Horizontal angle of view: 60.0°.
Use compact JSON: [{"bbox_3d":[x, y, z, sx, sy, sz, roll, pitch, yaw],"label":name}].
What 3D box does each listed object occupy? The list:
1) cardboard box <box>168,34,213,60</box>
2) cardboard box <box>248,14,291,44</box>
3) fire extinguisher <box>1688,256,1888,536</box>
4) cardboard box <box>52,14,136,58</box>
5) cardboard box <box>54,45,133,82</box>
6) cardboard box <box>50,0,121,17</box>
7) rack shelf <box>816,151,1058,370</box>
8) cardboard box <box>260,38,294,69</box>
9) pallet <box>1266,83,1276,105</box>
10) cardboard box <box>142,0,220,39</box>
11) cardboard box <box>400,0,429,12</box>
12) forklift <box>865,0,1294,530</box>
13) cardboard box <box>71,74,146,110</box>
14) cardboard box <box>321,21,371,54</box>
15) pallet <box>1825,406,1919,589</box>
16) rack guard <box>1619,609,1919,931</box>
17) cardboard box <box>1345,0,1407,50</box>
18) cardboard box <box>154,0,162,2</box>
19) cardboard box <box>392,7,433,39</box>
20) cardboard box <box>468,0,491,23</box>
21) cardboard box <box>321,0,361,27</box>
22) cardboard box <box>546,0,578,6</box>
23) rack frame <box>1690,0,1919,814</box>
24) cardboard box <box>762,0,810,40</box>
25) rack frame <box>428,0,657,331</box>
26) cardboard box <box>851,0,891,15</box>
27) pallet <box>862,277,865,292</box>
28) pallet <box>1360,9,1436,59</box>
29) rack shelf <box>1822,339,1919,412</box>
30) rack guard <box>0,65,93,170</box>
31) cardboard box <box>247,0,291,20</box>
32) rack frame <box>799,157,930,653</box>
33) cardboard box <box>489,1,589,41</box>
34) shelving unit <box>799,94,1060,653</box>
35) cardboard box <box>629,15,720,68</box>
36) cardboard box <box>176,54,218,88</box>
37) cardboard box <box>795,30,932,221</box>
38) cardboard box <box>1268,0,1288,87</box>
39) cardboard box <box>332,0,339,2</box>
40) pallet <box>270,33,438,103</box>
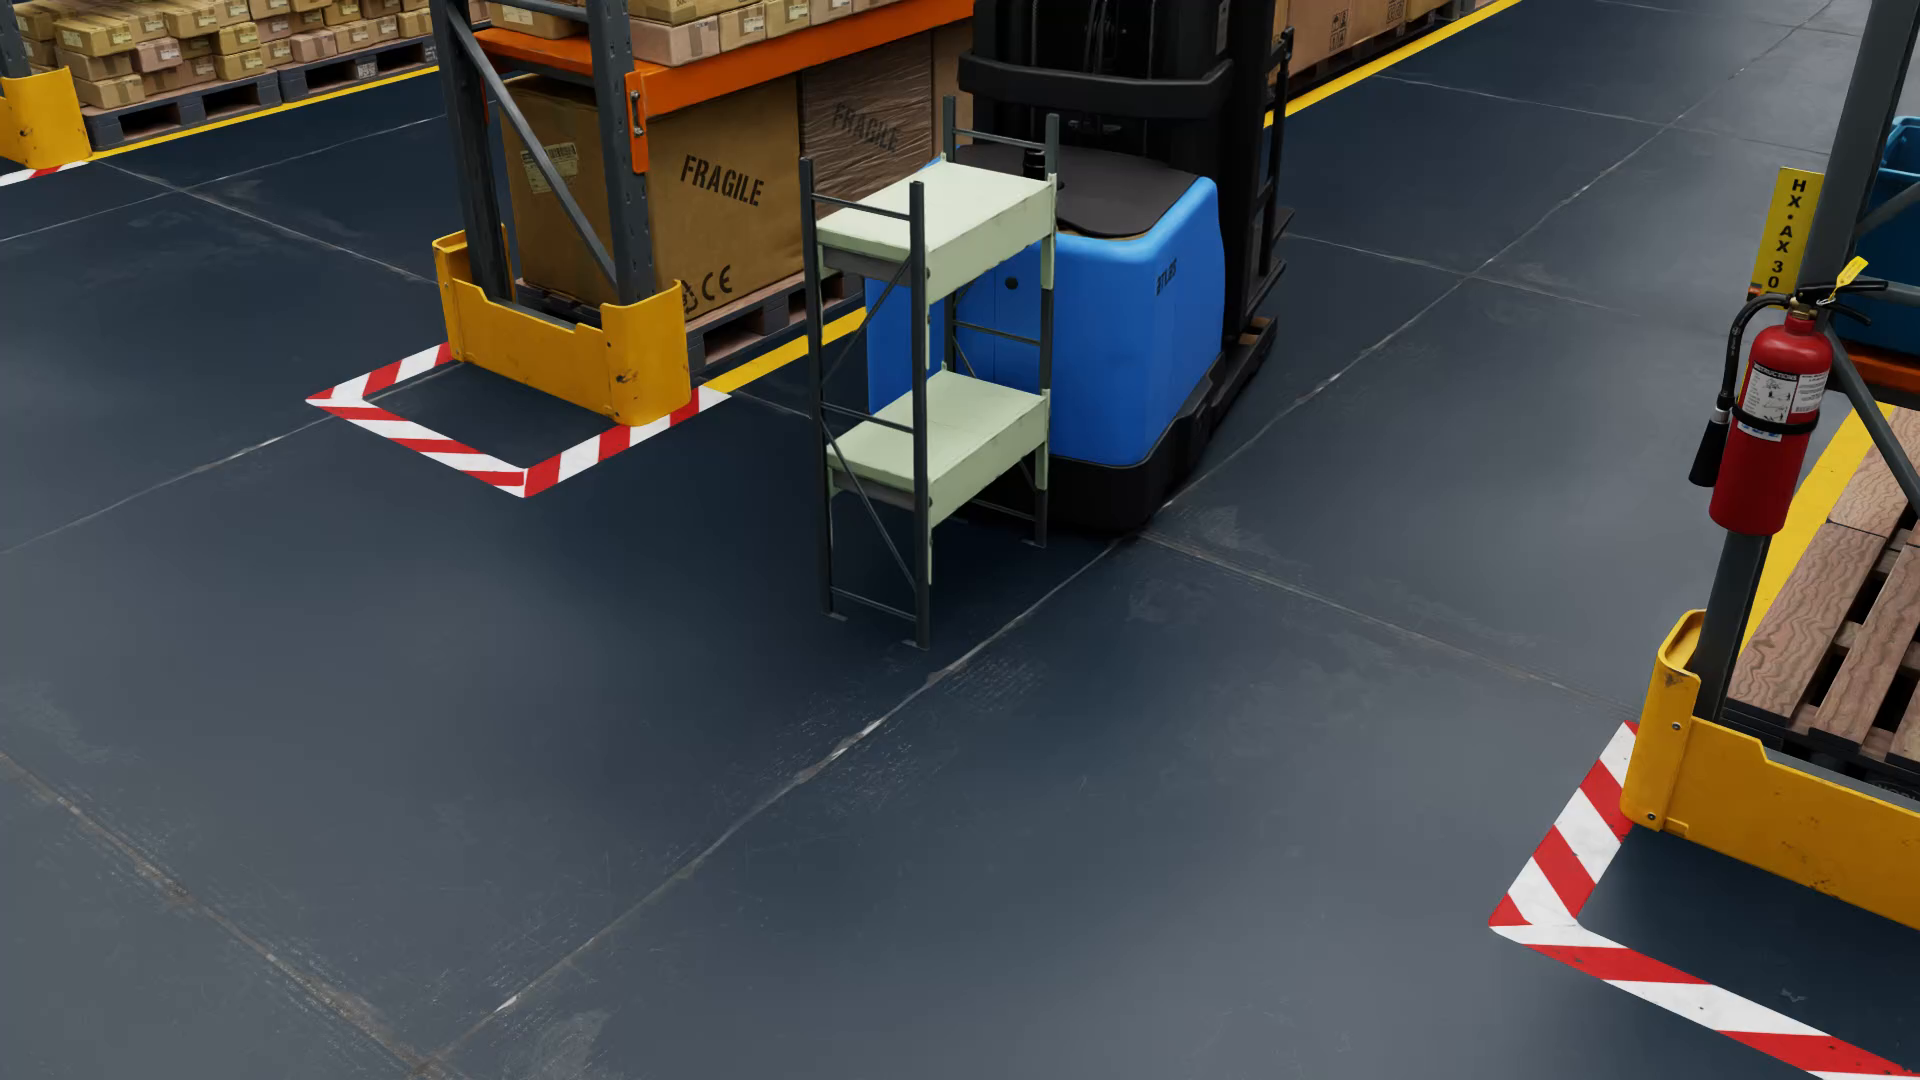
[{"bbox_3d":[-4.695,-2.982,9.933,0.380,0.149,0.250,22,37,32],"label":"cardboard box"},{"bbox_3d":[-4.369,-3.190,10.283,0.380,0.149,0.250,19,36,29],"label":"cardboard box"},{"bbox_3d":[1.886,-0.338,3.820,0.296,0.674,0.183,21,37,31],"label":"fire extinguisher"},{"bbox_3d":[-4.916,-2.864,9.441,0.380,0.149,0.250,19,36,29],"label":"cardboard box"},{"bbox_3d":[-4.982,-2.762,9.560,0.380,0.149,0.250,23,38,33],"label":"cardboard box"},{"bbox_3d":[-5.188,-3.133,9.896,0.380,0.149,0.250,22,37,32],"label":"cardboard box"},{"bbox_3d":[-0.074,-0.848,4.944,0.431,0.370,0.720,18,35,27],"label":"rack shelf"},{"bbox_3d":[-4.375,-3.052,10.342,0.380,0.149,0.250,21,37,31],"label":"cardboard box"},{"bbox_3d":[1.210,-2.741,10.168,1.003,0.211,1.213,21,37,31],"label":"pallet"},{"bbox_3d":[-4.591,-3.076,9.799,0.380,0.149,0.250,21,37,31],"label":"cardboard box"},{"bbox_3d":[-3.694,-3.618,11.005,0.380,0.149,0.250,22,37,32],"label":"cardboard box"},{"bbox_3d":[0.704,-2.030,6.300,1.130,2.935,3.031,12,33,20],"label":"forklift"},{"bbox_3d":[-4.932,-2.614,9.603,0.380,0.149,0.250,22,37,32],"label":"cardboard box"},{"bbox_3d":[-4.009,-3.247,10.671,0.380,0.149,0.250,21,37,31],"label":"cardboard box"},{"bbox_3d":[3.605,-0.071,5.663,1.003,0.211,1.213,21,37,31],"label":"pallet"},{"bbox_3d":[2.335,0.636,4.187,1.175,0.500,0.348,21,37,31],"label":"rack guard"},{"bbox_3d":[2.242,-3.862,10.997,1.225,0.875,0.875,21,37,31],"label":"cardboard box"},{"bbox_3d":[-4.926,-3.363,10.284,0.380,0.149,0.250,20,36,29],"label":"cardboard box"},{"bbox_3d":[-3.678,-3.441,10.998,0.380,0.149,0.250,21,37,31],"label":"cardboard box"},{"bbox_3d":[-3.385,-3.654,11.358,0.380,0.149,0.250,20,36,30],"label":"cardboard box"},{"bbox_3d":[-4.067,-3.420,10.671,0.380,0.149,0.250,23,38,33],"label":"cardboard box"},{"bbox_3d":[-1.529,-2.320,6.578,0.500,0.250,0.500,20,36,31],"label":"cardboard box"},{"bbox_3d":[2.339,-0.454,3.573,1.000,3.000,0.127,21,37,31],"label":"rack frame"},{"bbox_3d":[-0.825,-2.121,6.634,0.380,0.149,0.250,20,36,30],"label":"cardboard box"},{"bbox_3d":[-1.610,-1.978,6.145,1.000,3.000,0.127,21,37,31],"label":"rack frame"},{"bbox_3d":[-0.514,-2.331,6.987,0.380,0.149,0.250,20,36,30],"label":"cardboard box"},{"bbox_3d":[-0.453,-1.621,8.278,1.003,0.211,1.213,21,37,31],"label":"pallet"},{"bbox_3d":[2.683,-3.733,11.841,1.003,0.211,1.213,21,37,31],"label":"pallet"},{"bbox_3d":[3.546,-0.957,5.128,1.077,0.370,4.000,21,37,31],"label":"rack shelf"},{"bbox_3d":[-5.457,-2.501,9.480,1.175,0.500,0.348,21,37,31],"label":"rack guard"},{"bbox_3d":[-4.333,-3.312,10.197,0.380,0.149,0.250,23,37,33],"label":"cardboard box"},{"bbox_3d":[-0.270,-0.354,4.876,0.400,1.500,0.023,18,35,27],"label":"rack frame"},{"bbox_3d":[-1.657,-2.116,6.624,0.380,0.149,0.250,22,37,32],"label":"cardboard box"},{"bbox_3d":[-0.074,-0.512,5.142,0.431,1.500,0.755,18,35,27],"label":"shelving unit"},{"bbox_3d":[-1.133,-1.913,6.281,0.380,0.149,0.250,22,37,32],"label":"cardboard box"},{"bbox_3d":[-4.695,-2.849,9.999,0.380,0.149,0.250,22,37,32],"label":"cardboard box"},{"bbox_3d":[-0.738,-1.899,7.684,0.875,0.875,0.875,21,37,31],"label":"cardboard box"},{"bbox_3d":[1.175,-3.137,9.773,1.225,0.875,0.875,21,37,31],"label":"cardboard box"},{"bbox_3d":[-4.062,-3.537,10.576,0.380,0.149,0.250,21,37,31],"label":"cardboard box"},{"bbox_3d":[-4.202,-3.190,10.925,1.003,0.211,1.213,21,37,31],"label":"pallet"}]
